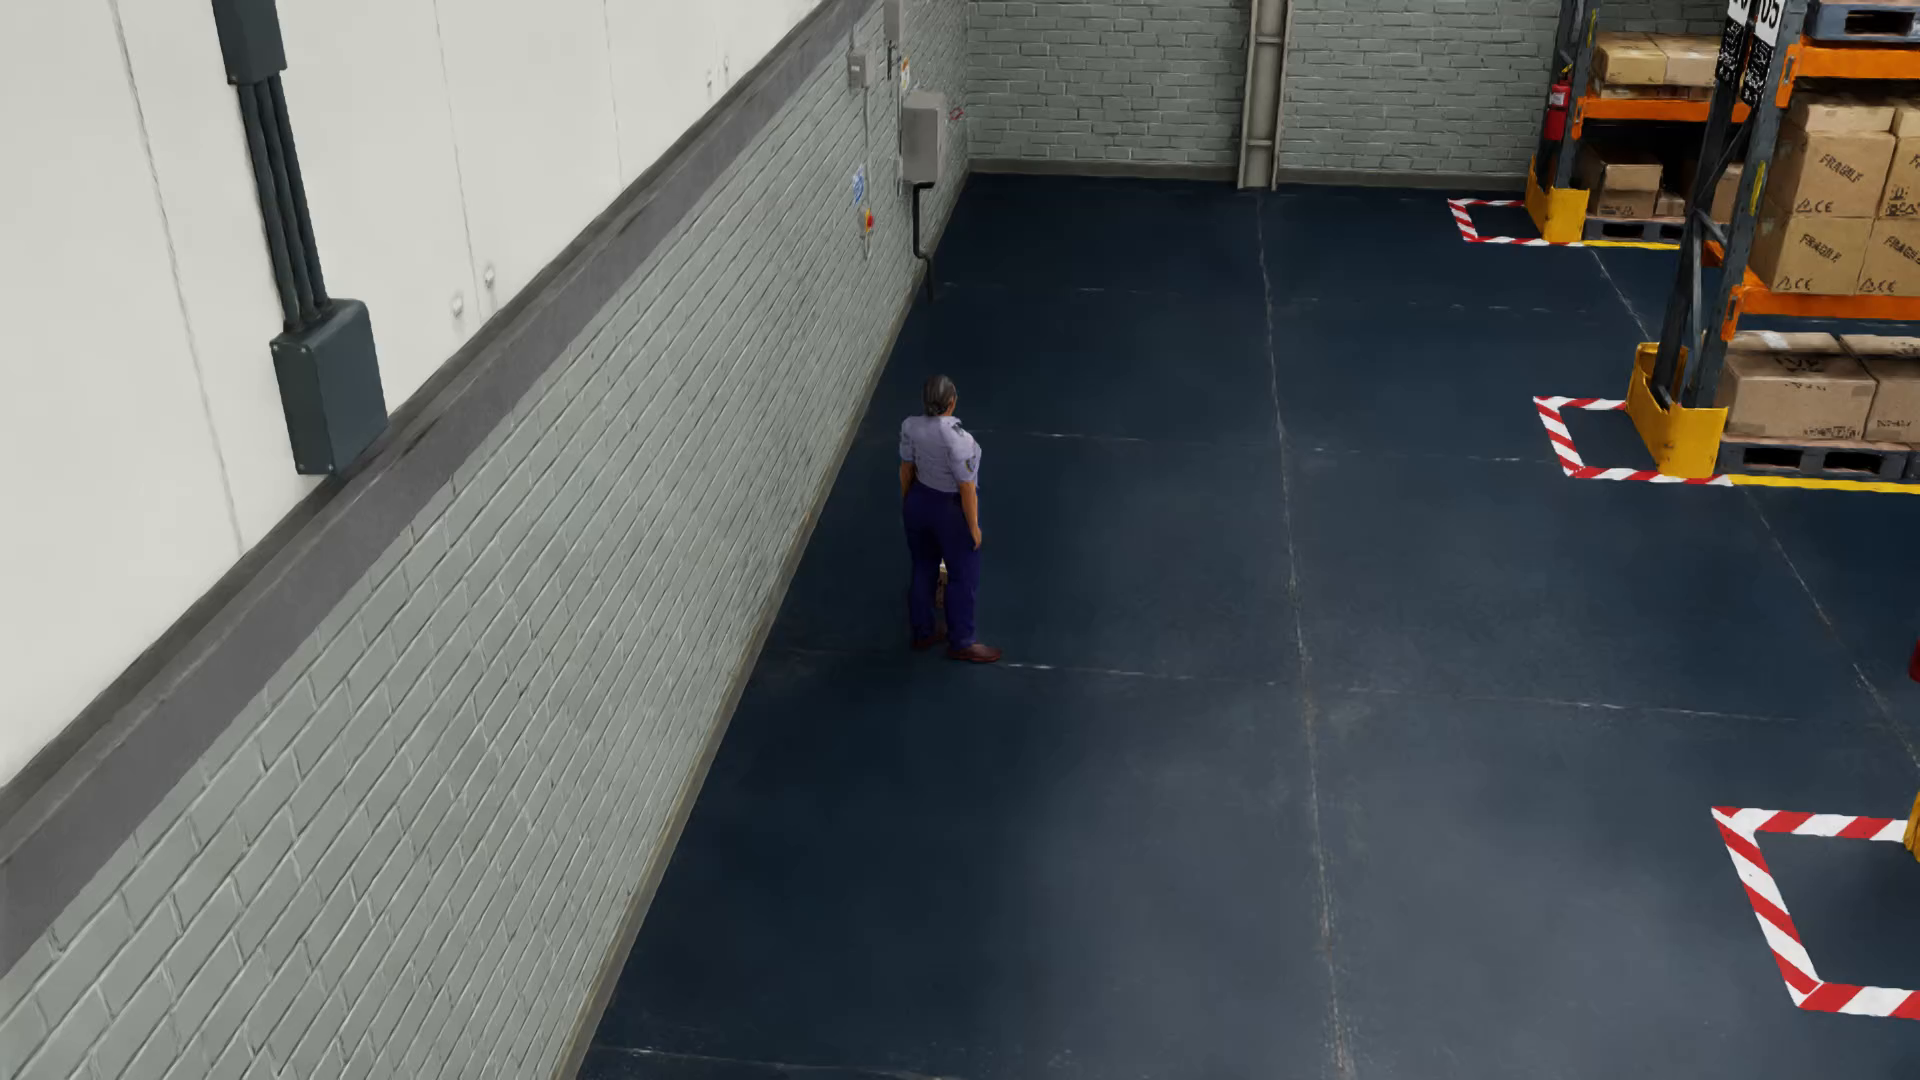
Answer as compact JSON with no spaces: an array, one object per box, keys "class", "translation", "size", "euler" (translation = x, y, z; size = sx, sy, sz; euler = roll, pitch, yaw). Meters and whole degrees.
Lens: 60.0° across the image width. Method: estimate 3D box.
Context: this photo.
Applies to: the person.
[{"class":"person","translation":[-0.064,-0.120,8.849],"size":[0.599,1.656,0.341],"euler":[19,34,31]}]
